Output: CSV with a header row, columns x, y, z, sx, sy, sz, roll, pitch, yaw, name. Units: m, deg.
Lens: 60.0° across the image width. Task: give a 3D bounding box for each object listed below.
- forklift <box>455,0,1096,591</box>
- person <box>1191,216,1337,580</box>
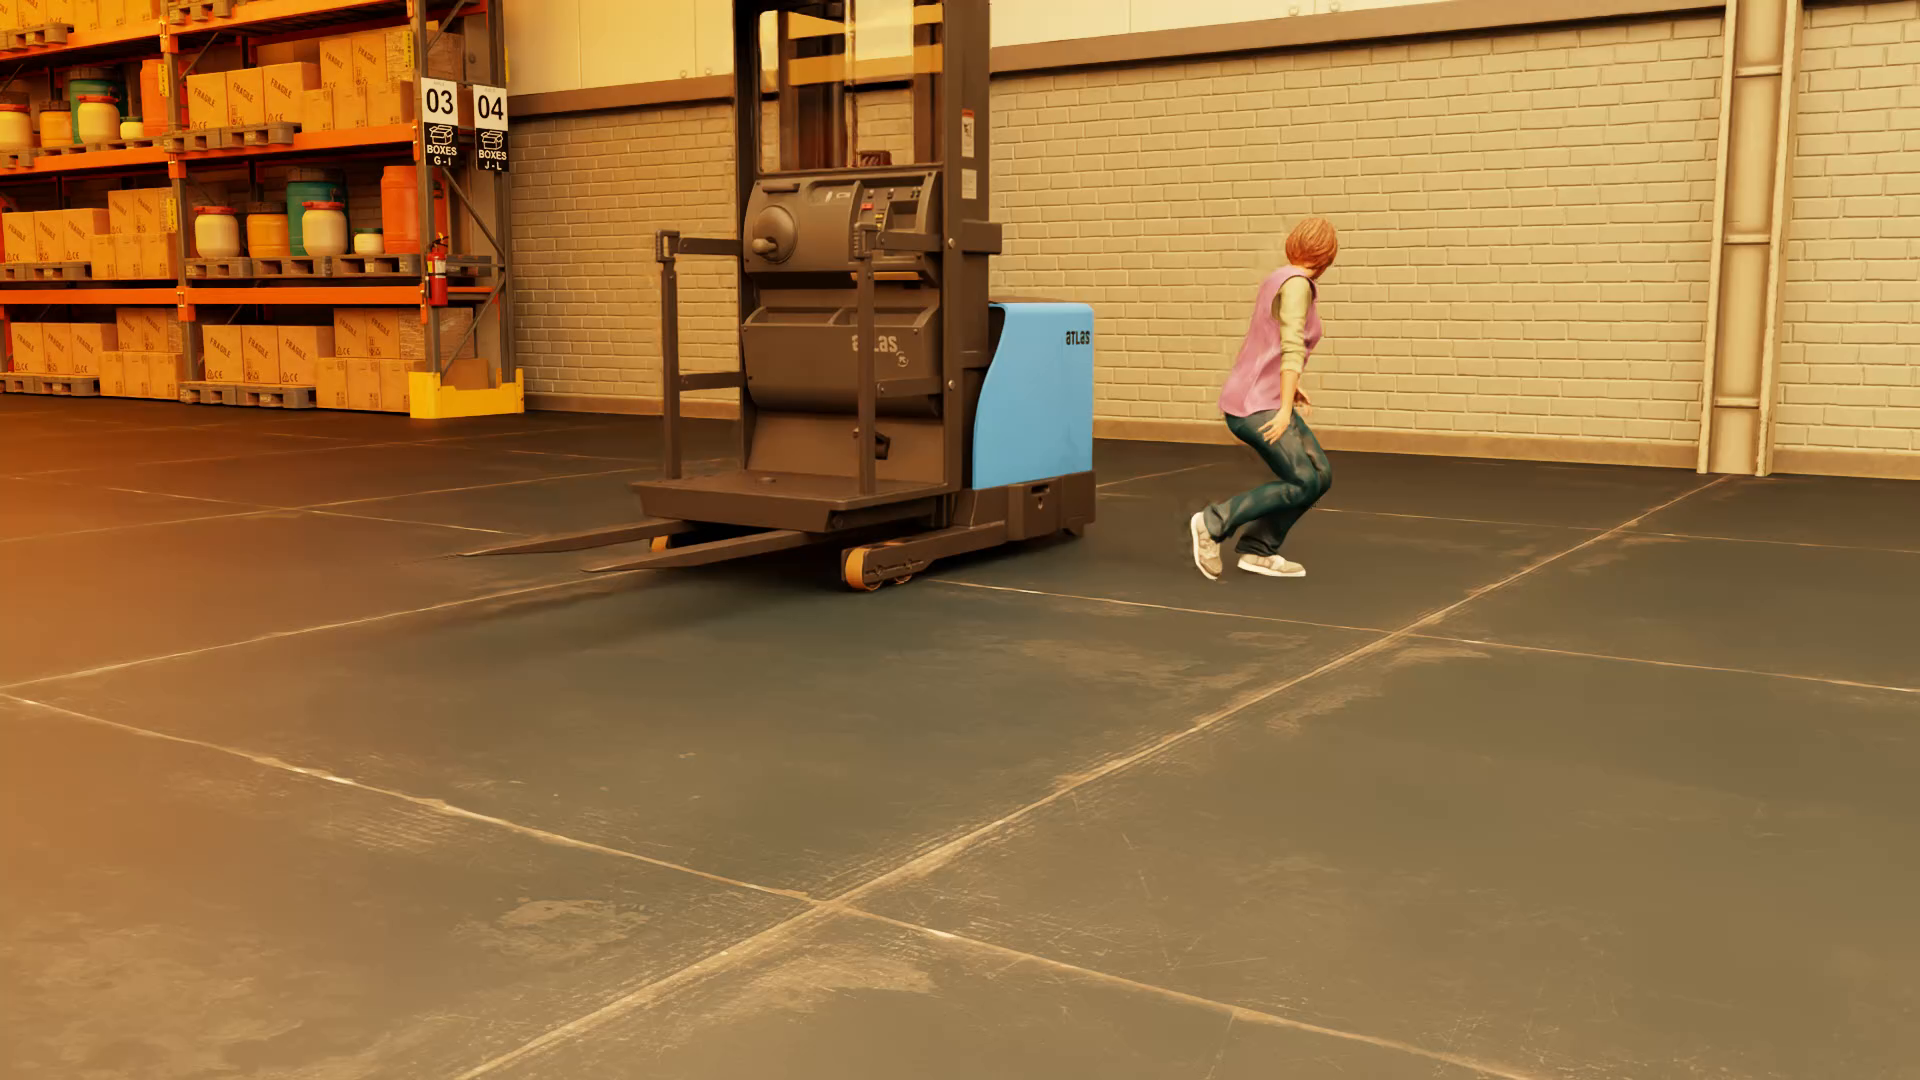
x,y,z,sx,sy,sz,roll,pitch,yaw,name
-0.612,-1.335,6.580,1.130,2.935,3.031,5,10,33,forklift
1.169,-0.526,6.408,0.527,1.403,0.773,2,8,14,person
